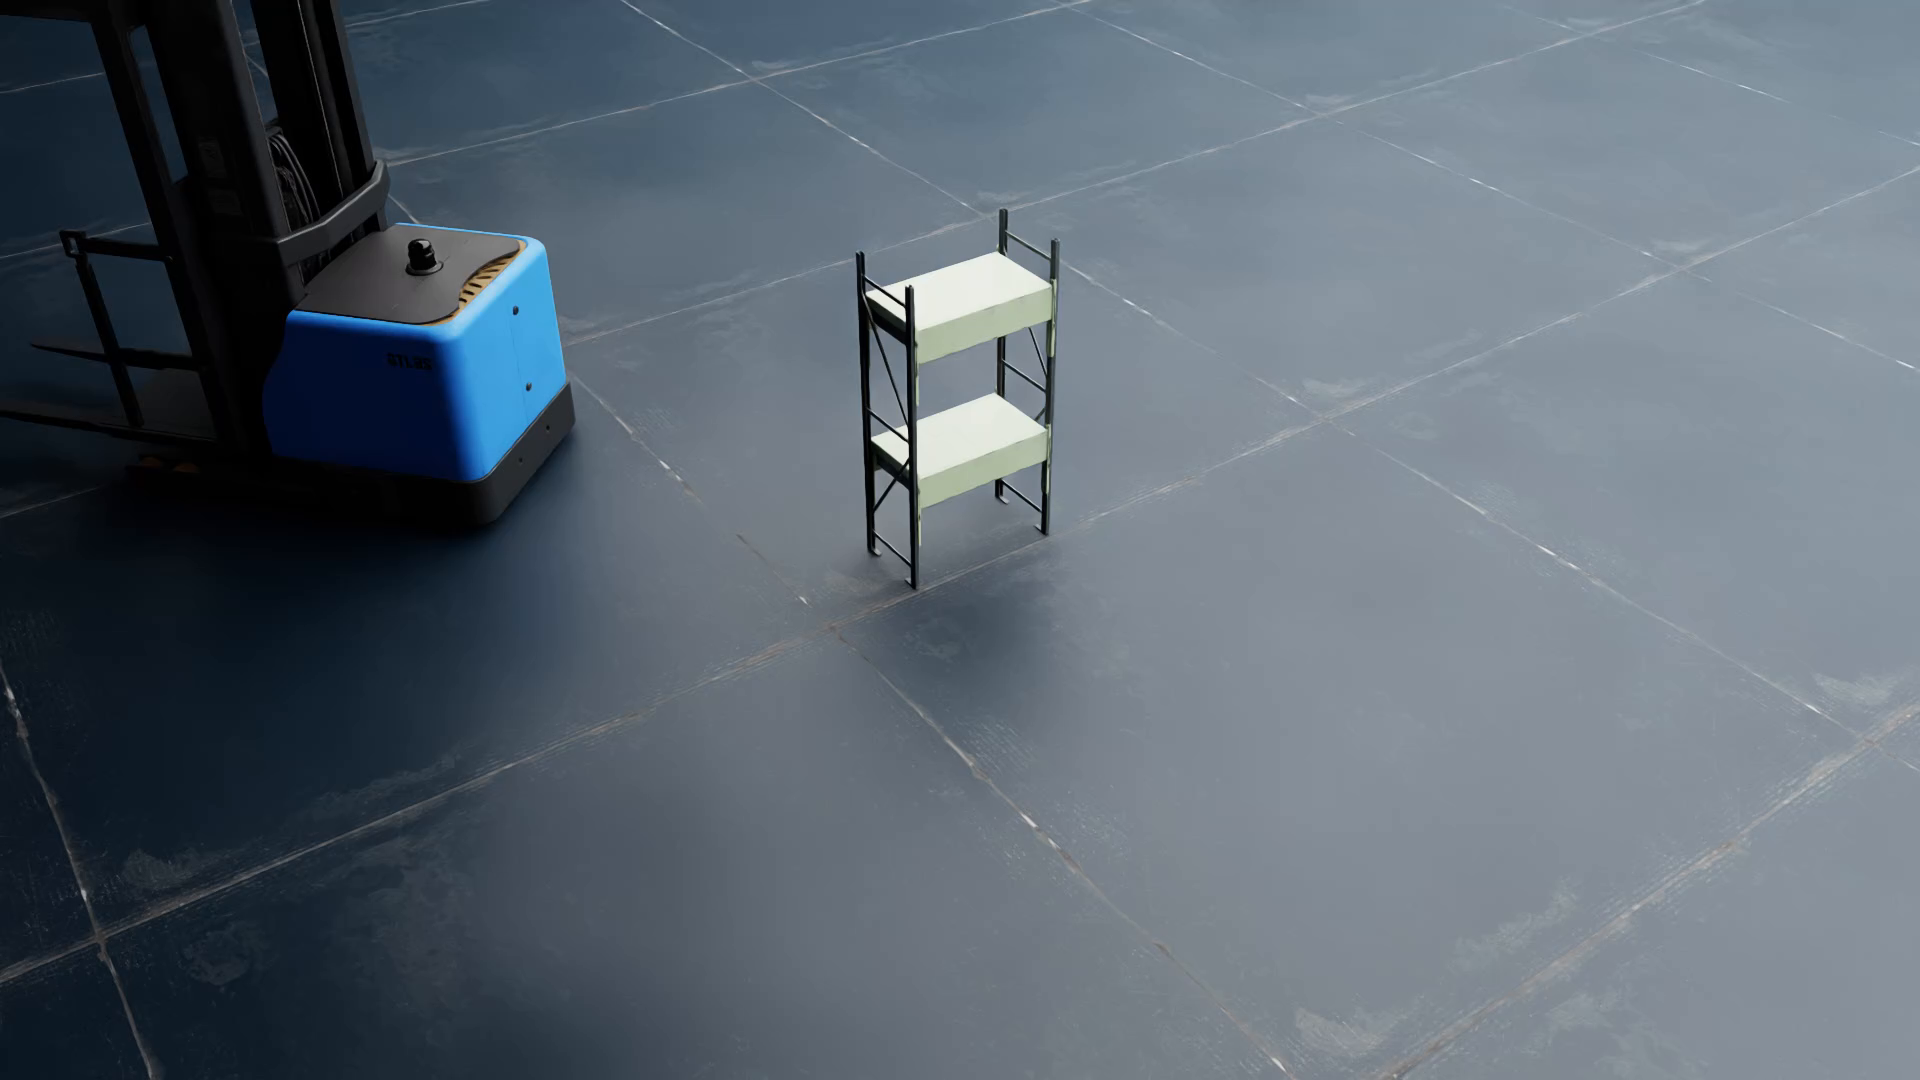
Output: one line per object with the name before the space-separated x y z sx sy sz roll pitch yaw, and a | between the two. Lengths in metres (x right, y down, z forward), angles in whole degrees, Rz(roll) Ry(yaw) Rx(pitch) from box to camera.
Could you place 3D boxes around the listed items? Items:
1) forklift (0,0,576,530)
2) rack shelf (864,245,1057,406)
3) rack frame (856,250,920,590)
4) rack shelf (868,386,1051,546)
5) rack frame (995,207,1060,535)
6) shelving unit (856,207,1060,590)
forklift | -3.529 -1.687 7.586 3.031 2.935 1.130 8 36 11
rack shelf | -0.005 -0.923 7.081 0.720 0.370 0.431 -22 41 -28
rack frame | -0.305 -0.484 7.138 0.023 1.500 0.400 -22 41 -28
rack shelf | -0.005 -0.342 7.499 0.720 0.370 0.431 -22 41 -28
rack frame | 0.294 -0.730 7.480 0.023 1.500 0.400 -22 41 -28
shelving unit | -0.005 -0.607 7.309 0.755 1.500 0.431 -22 41 -28
